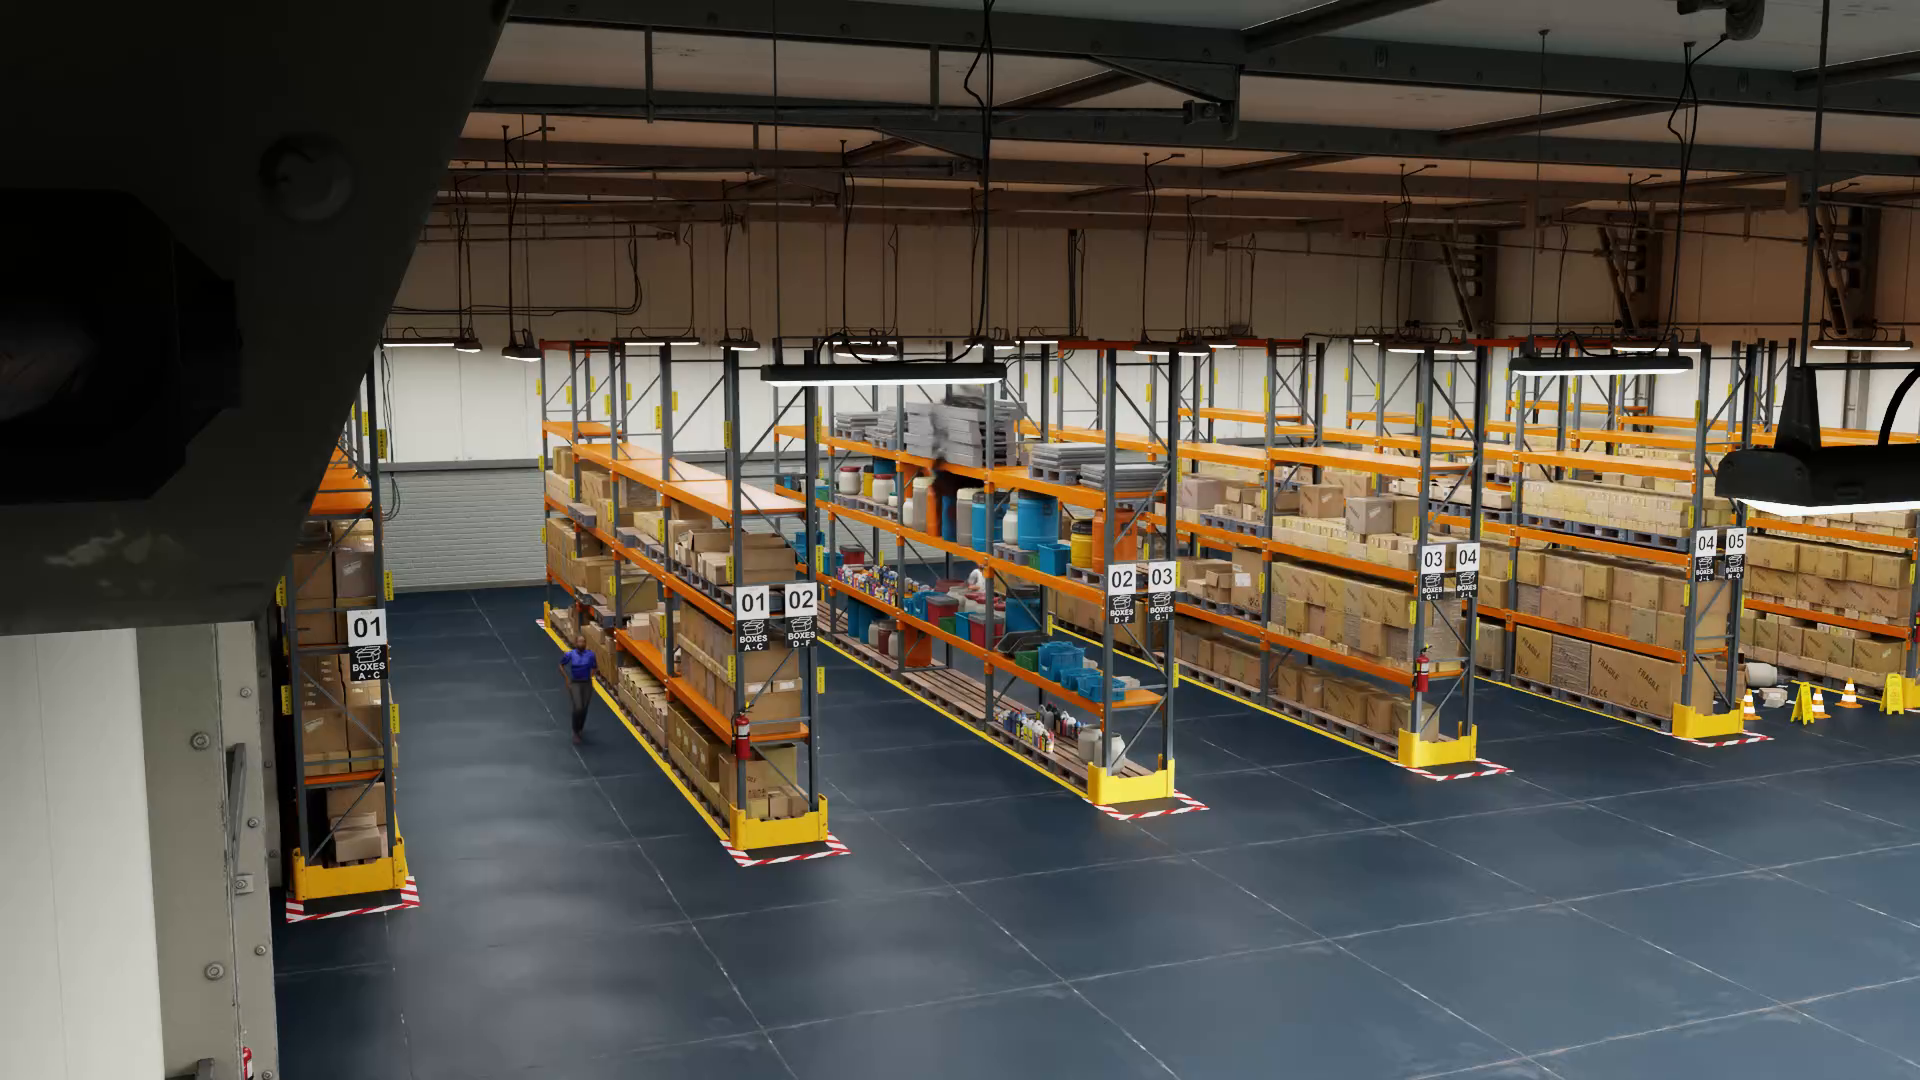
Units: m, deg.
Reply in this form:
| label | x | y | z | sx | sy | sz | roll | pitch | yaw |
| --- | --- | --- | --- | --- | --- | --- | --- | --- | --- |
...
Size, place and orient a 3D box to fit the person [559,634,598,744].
| label | x | y | z | sx | sy | sz | roll | pitch | yaw |
| --- | --- | --- | --- | --- | --- | --- | --- | --- | --- |
| person | -5.745 | 2.257 | 25.196 | 0.549 | 1.680 | 0.702 | -4 | 8 | -28 |

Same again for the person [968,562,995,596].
| label | x | y | z | sx | sy | sz | roll | pitch | yaw |
| --- | --- | --- | --- | --- | --- | --- | --- | --- | --- |
| person | 0.459 | 1.206 | 32.659 | 0.634 | 1.830 | 0.713 | -4 | 8 | -29 |

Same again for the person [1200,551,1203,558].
| label | x | y | z | sx | sy | sz | roll | pitch | yaw |
| --- | --- | --- | --- | --- | --- | --- | --- | --- | --- |
| person | 4.801 | 1.045 | 33.945 | 0.676 | 1.728 | 0.668 | -4 | 8 | -27 |
